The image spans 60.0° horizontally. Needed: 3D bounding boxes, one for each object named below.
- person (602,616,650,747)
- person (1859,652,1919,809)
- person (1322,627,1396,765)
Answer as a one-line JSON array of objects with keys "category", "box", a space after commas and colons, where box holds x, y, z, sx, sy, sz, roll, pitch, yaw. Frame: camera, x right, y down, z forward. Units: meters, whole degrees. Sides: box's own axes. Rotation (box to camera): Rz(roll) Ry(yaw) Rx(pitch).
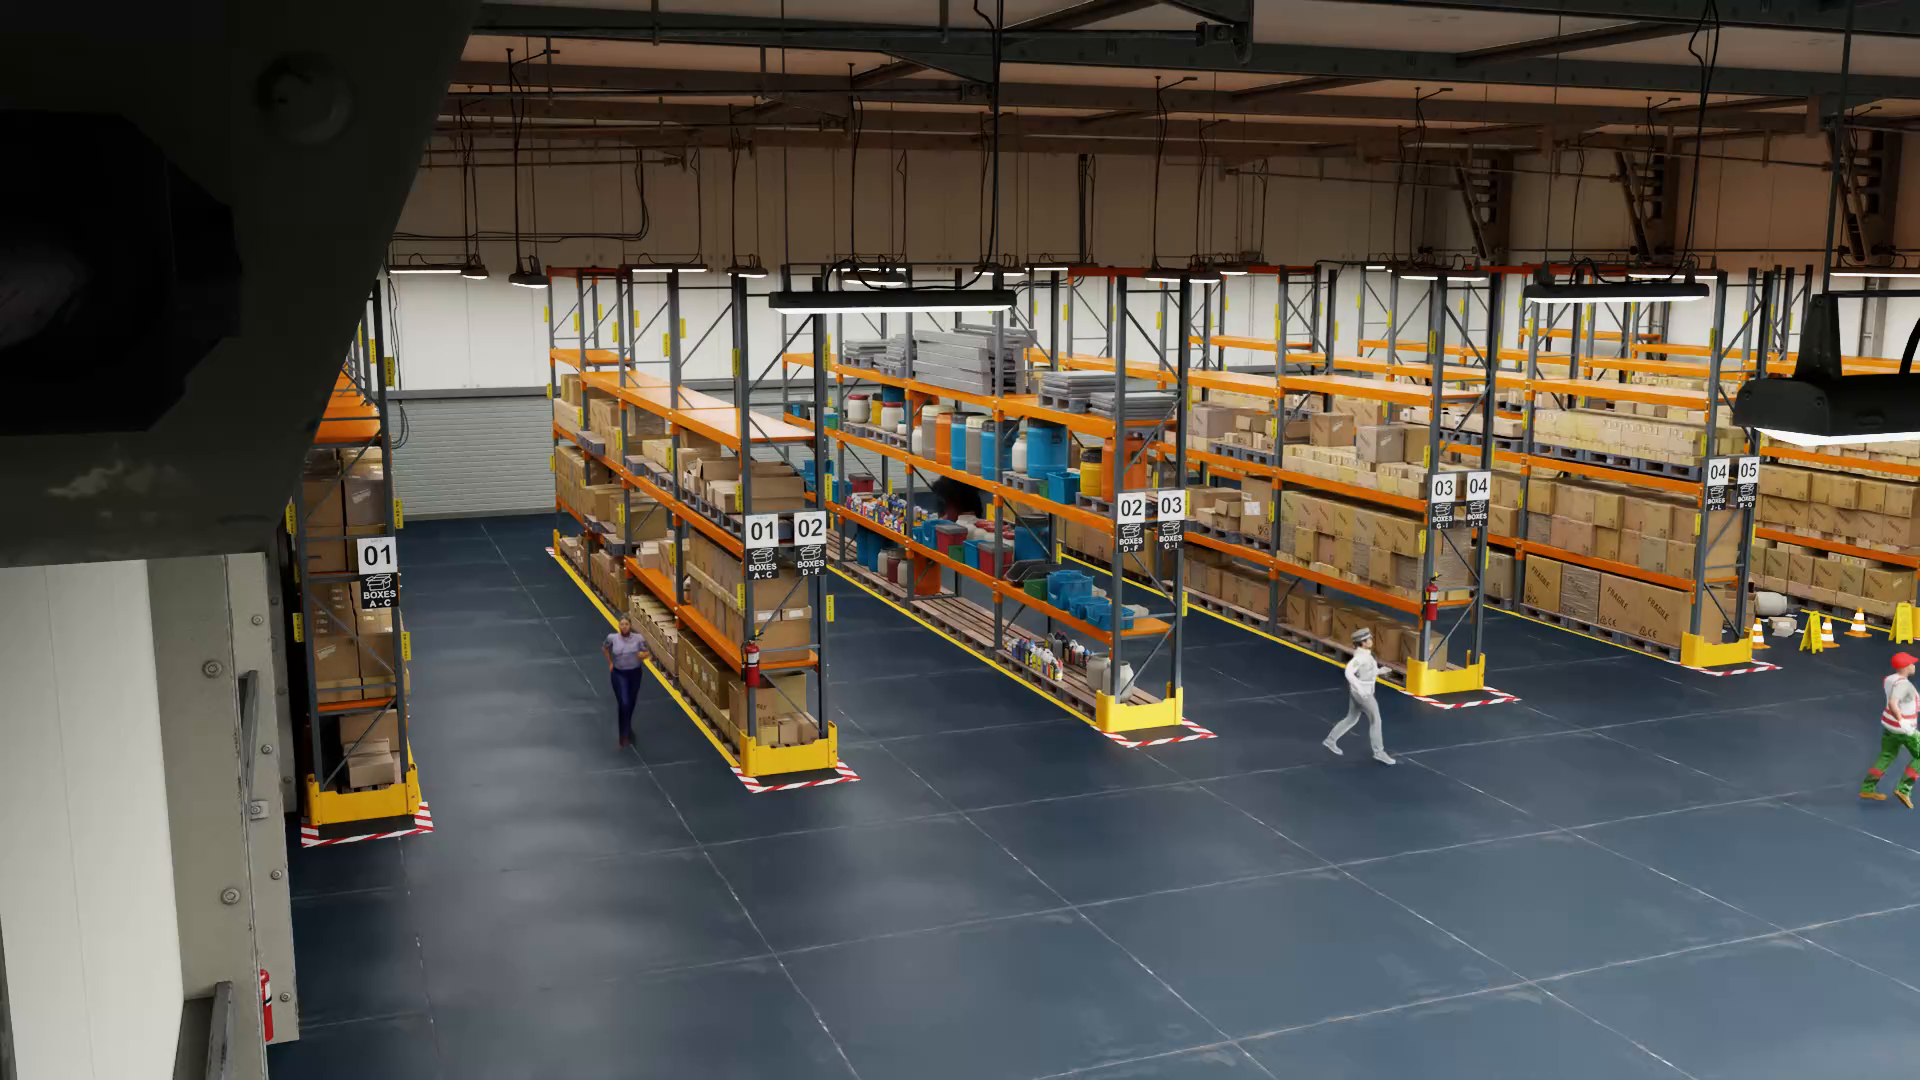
[{"category": "person", "box": [-4.319, 1.812, 21.645, 0.574, 1.719, 0.754, -4, 11, -22]}, {"category": "person", "box": [10.766, 2.178, 19.016, 0.735, 1.817, 0.641, 0, 10, 1]}, {"category": "person", "box": [4.982, 1.922, 20.643, 0.893, 1.714, 0.599, 1, 10, 5]}]
